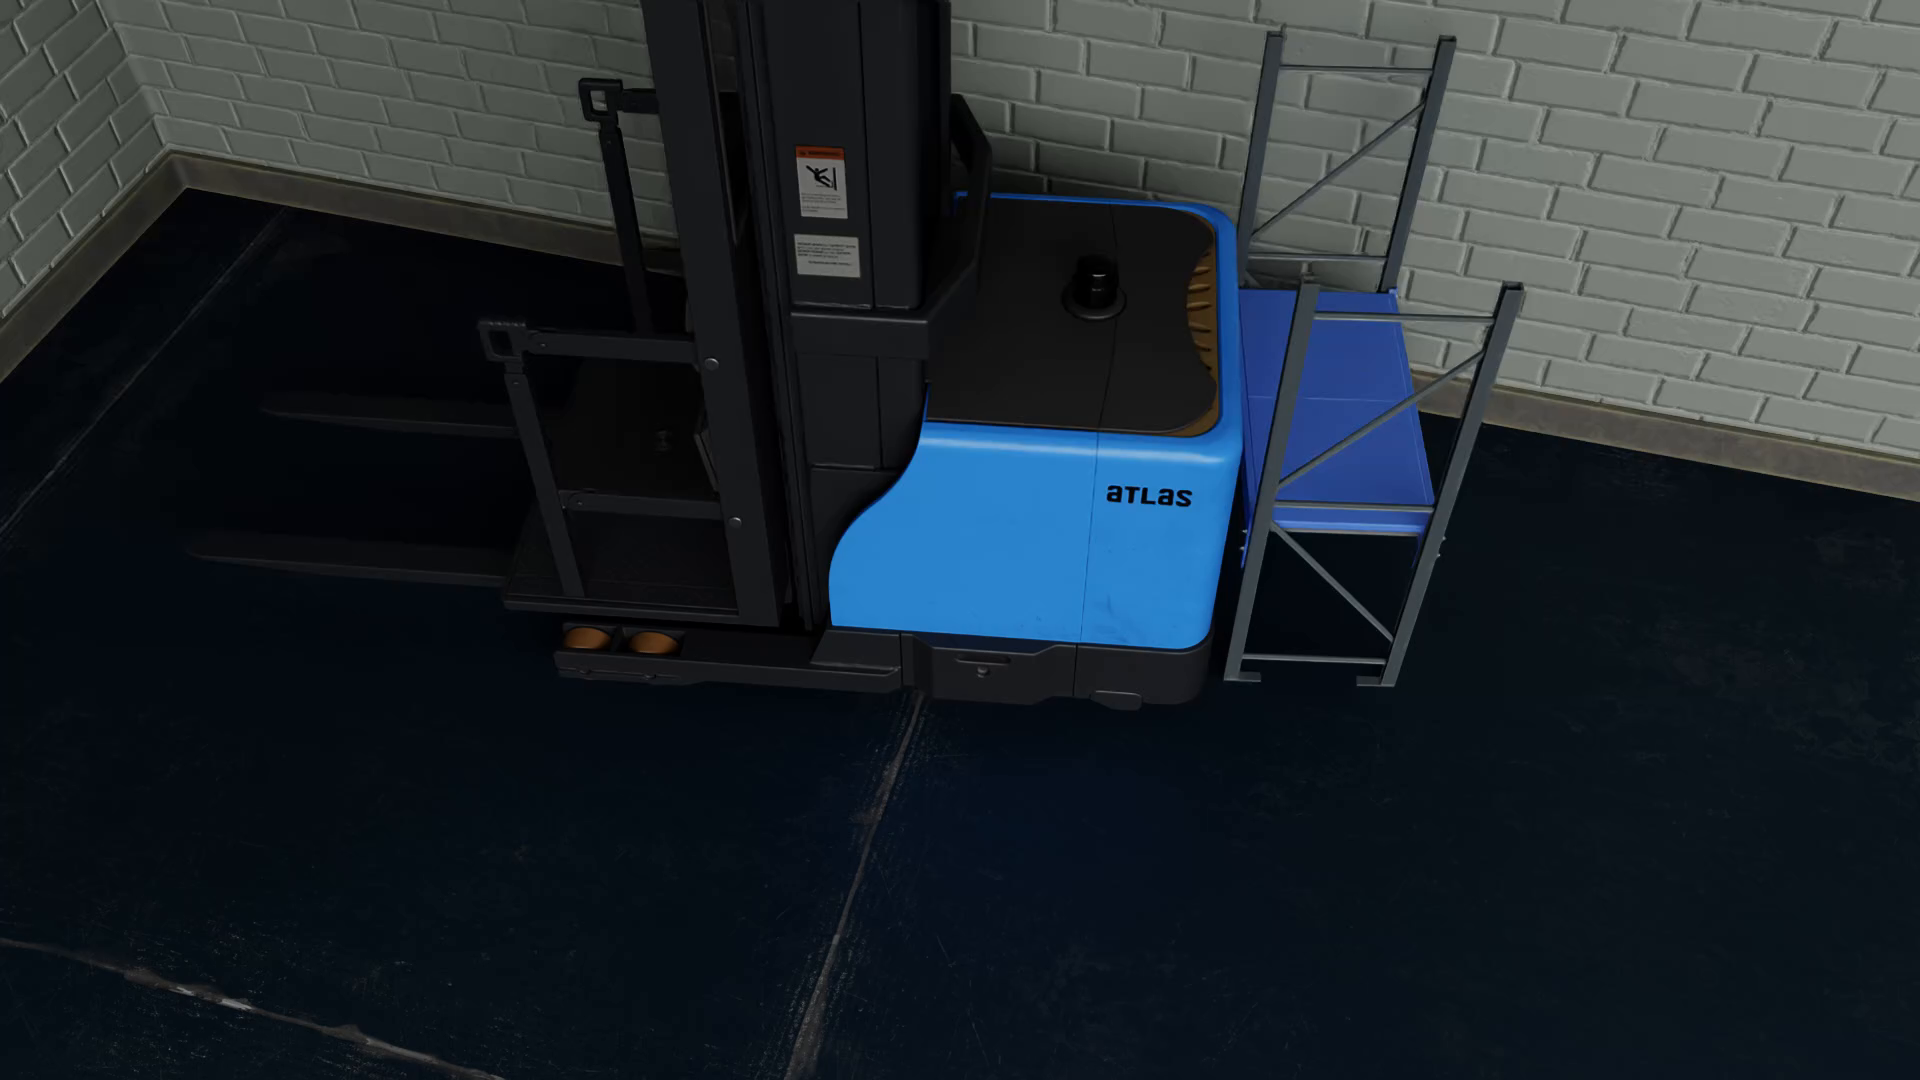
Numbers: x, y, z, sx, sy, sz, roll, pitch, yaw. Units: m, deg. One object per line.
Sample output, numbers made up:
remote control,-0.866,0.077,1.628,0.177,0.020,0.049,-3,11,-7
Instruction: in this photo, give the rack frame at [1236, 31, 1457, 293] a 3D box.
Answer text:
rack frame,1.072,-0.847,4.997,0.500,1.500,0.032,2,49,2

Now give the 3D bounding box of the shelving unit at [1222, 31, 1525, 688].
shelving unit,1.047,-0.466,4.661,0.538,1.500,1.048,2,49,2

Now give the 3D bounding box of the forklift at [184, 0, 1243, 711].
forklift,-0.763,-0.938,4.123,3.031,2.935,1.130,4,49,3

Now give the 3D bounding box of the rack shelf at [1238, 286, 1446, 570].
rack shelf,1.047,-0.347,4.796,0.538,0.185,1.000,2,49,2

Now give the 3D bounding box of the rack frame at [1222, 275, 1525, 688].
rack frame,1.023,-0.085,4.325,0.500,1.500,0.032,2,49,2
